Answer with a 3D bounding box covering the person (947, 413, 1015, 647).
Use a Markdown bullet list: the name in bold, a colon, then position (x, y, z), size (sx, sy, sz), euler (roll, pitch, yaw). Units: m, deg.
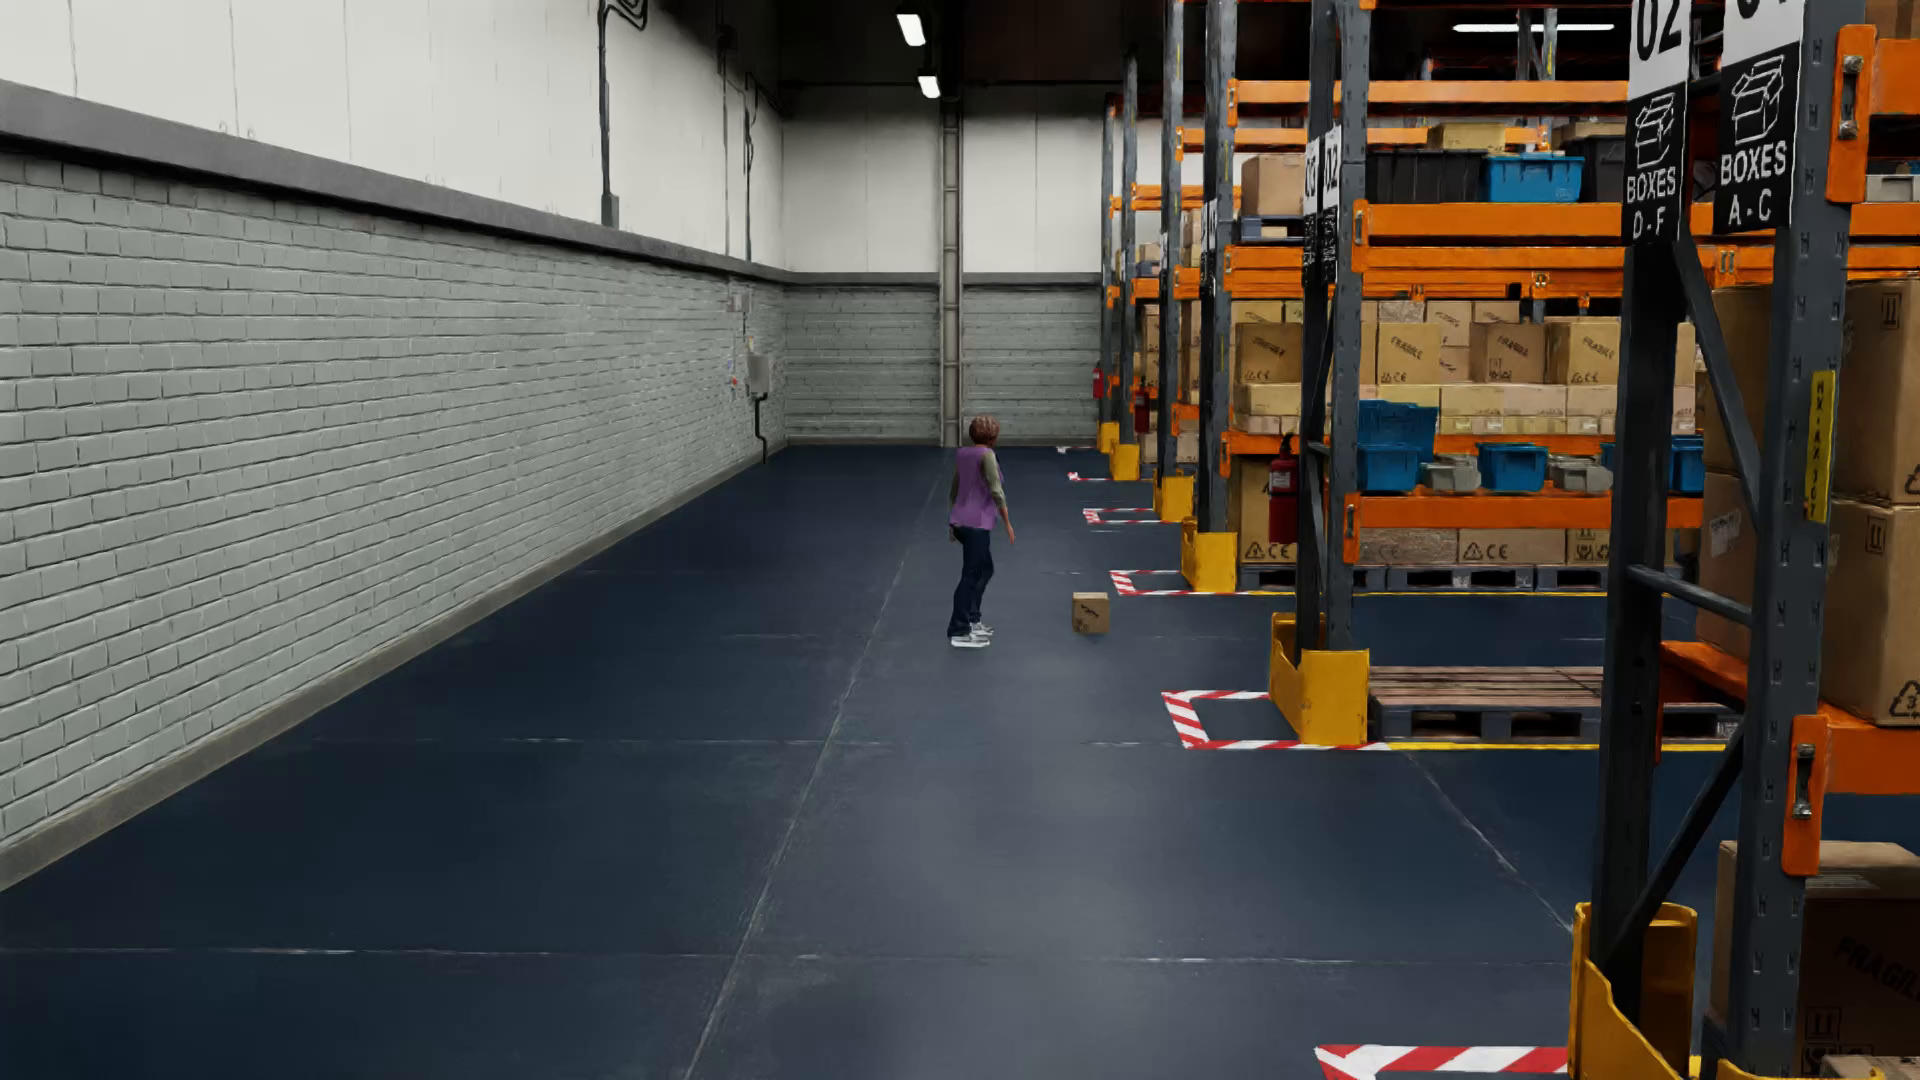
- **person**: position (0.087, -0.076, 11.402), size (0.458, 1.577, 0.542), euler (-4, 8, -26)
